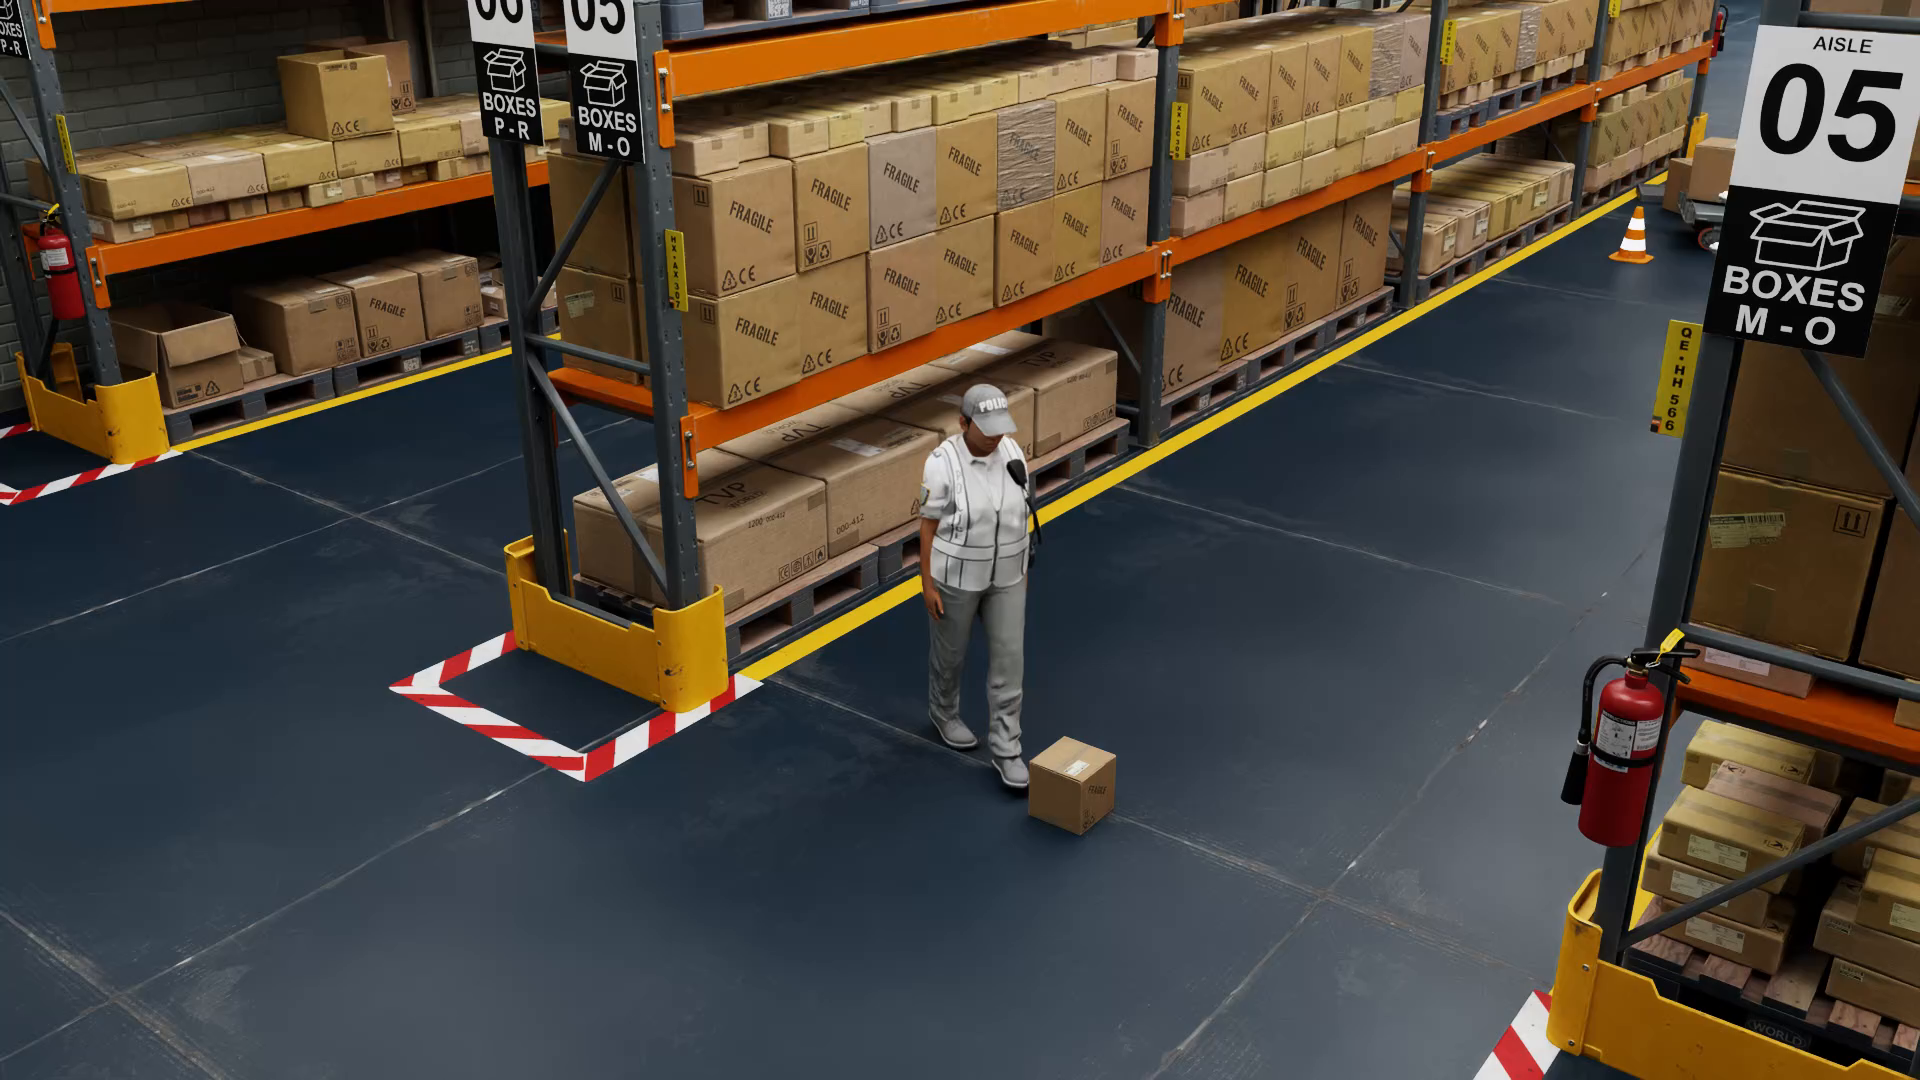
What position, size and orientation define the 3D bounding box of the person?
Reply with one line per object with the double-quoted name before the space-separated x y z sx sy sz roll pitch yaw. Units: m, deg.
"person" 0.087 0.165 6.714 0.487 1.654 0.711 -9 25 -19
